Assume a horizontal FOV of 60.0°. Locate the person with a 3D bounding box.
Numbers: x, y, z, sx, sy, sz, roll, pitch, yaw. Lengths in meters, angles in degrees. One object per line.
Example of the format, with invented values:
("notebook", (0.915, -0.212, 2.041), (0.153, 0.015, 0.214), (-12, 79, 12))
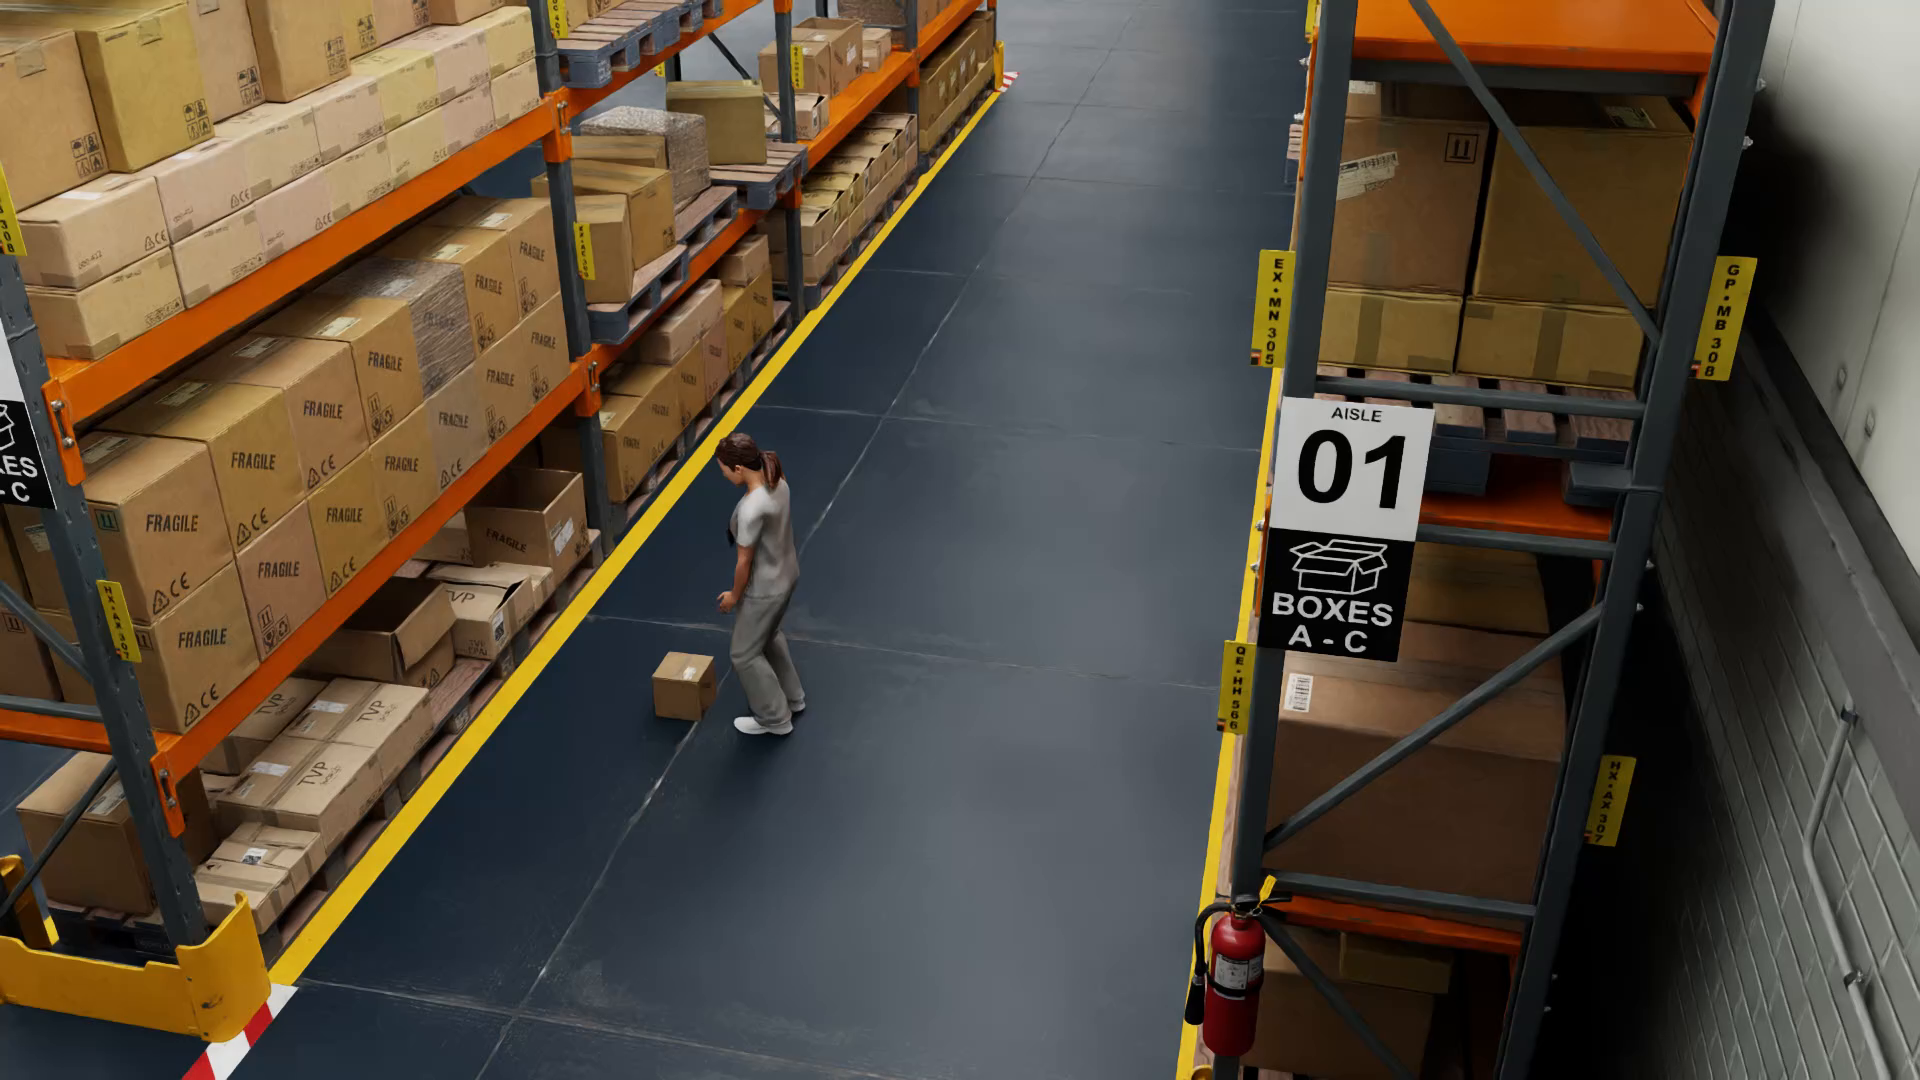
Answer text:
("person", (-0.993, 0.223, 8.251), (0.354, 1.645, 0.456), (7, 30, 12))
